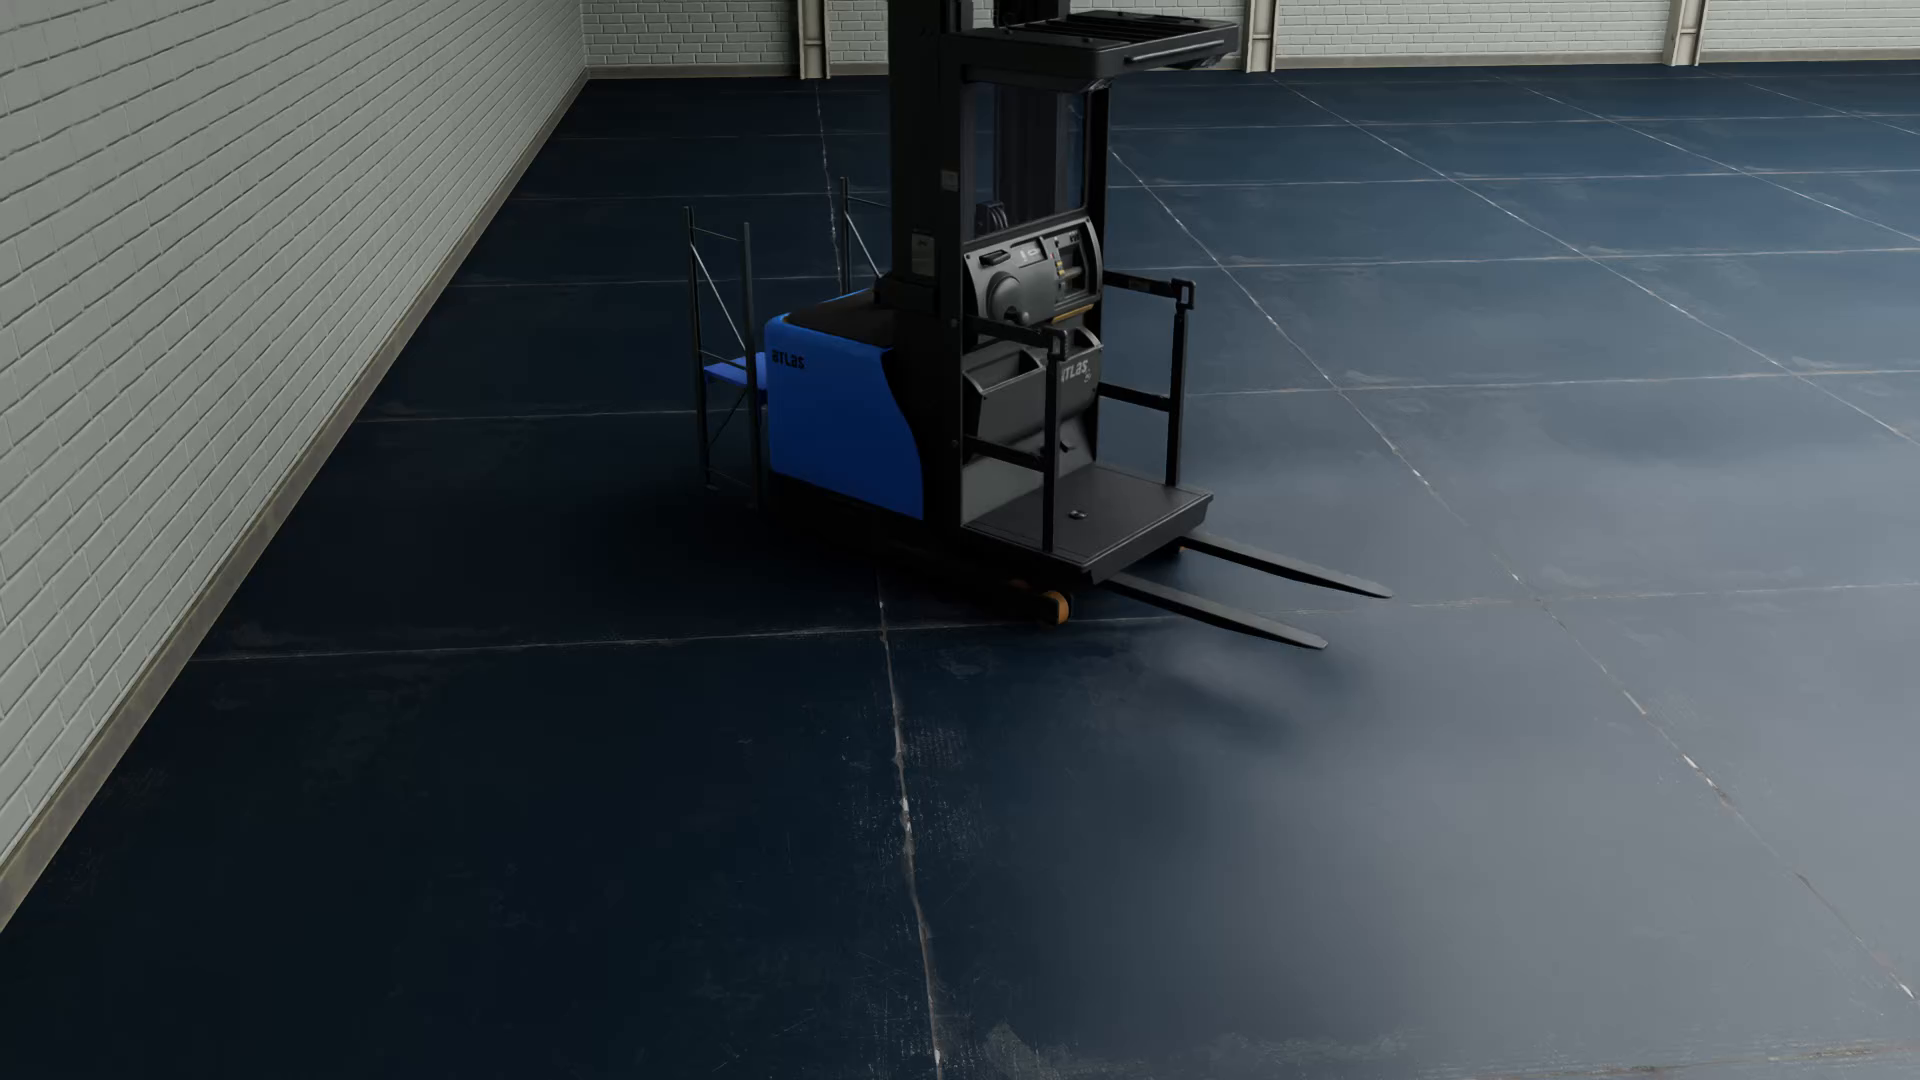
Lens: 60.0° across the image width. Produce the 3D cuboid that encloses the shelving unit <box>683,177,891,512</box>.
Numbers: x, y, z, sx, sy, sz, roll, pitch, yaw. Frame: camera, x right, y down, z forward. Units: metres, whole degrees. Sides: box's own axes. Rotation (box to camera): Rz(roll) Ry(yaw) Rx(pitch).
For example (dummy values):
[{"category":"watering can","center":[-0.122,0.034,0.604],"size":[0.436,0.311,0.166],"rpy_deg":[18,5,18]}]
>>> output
[{"category":"shelving unit","center":[-0.833,-1.050,8.766],"size":[1.048,1.500,0.538],"rpy_deg":[-21,32,-40]}]

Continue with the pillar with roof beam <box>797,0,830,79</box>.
[{"category":"pillar with roof beam","center":[-1.502,-8.517,16.333],"size":[0.400,9.000,9.100],"rpy_deg":[-2,24,-5]}]

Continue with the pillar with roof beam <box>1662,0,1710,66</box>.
[{"category":"pillar with roof beam","center":[10.440,-8.996,17.411],"size":[0.400,9.000,9.100],"rpy_deg":[-2,24,-5]}]

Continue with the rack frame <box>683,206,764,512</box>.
[{"category":"rack frame","center":[-1.198,-0.906,8.443],"size":[0.032,1.500,0.500],"rpy_deg":[-21,32,-40]}]

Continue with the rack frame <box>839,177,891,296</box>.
[{"category":"rack frame","center":[-0.468,-1.194,9.090],"size":[0.032,1.500,0.500],"rpy_deg":[-21,32,-40]}]

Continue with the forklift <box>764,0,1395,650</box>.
[{"category":"forklift","center":[0.498,-1.190,7.319],"size":[3.031,2.935,1.130],"rpy_deg":[18,30,35]}]

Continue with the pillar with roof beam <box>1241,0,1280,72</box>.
[{"category":"pillar with roof beam","center":[4.469,-8.757,16.872],"size":[0.400,9.000,9.100],"rpy_deg":[-2,24,-5]}]

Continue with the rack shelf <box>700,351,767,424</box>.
[{"category":"rack shelf","center":[-0.833,-0.886,8.839],"size":[1.000,0.185,0.538],"rpy_deg":[-21,32,-40]}]
